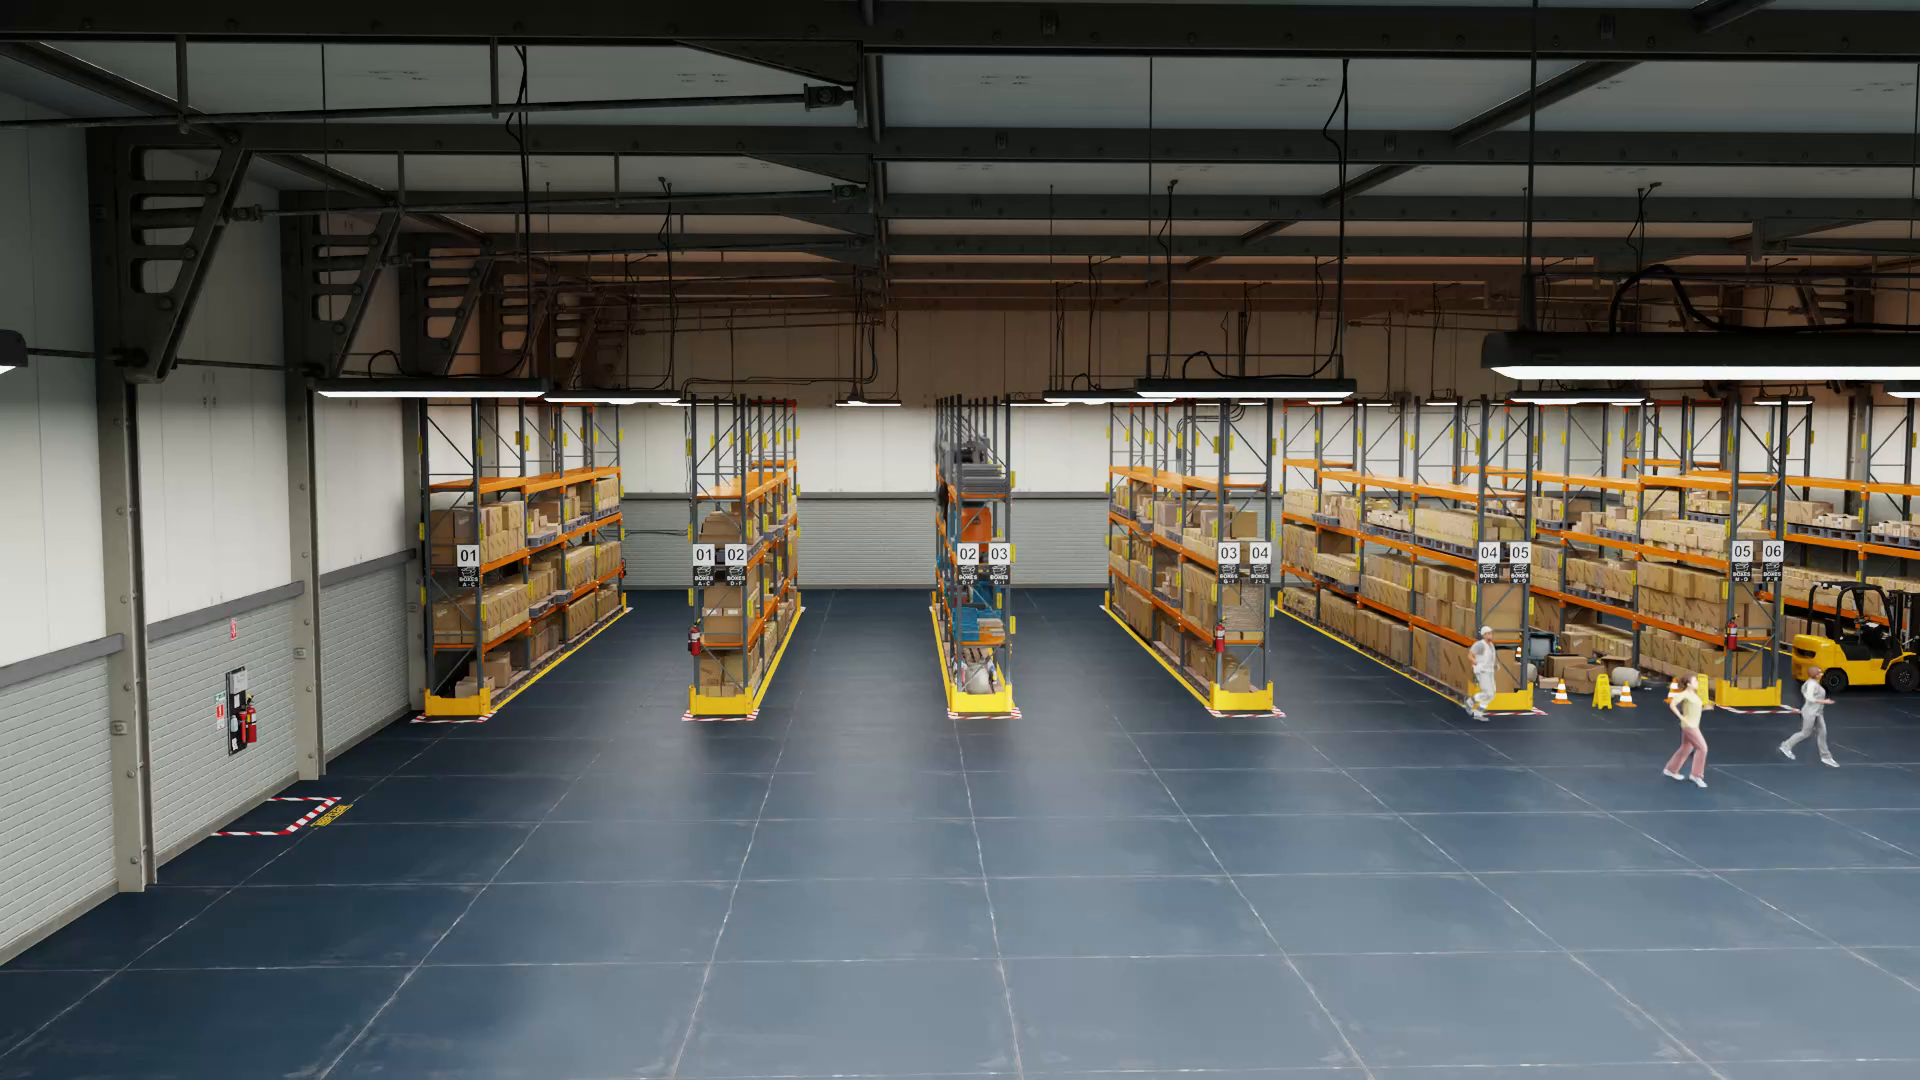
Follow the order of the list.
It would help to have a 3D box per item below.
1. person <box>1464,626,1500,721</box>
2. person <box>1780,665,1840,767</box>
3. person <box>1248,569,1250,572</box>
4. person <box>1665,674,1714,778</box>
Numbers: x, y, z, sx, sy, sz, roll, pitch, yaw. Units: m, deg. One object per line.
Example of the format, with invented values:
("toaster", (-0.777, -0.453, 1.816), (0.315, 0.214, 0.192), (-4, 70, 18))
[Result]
("person", (9.643, 2.449, 30.601), (0.688, 1.734, 0.550), (-4, 6, -40))
("person", (13.647, 2.808, 26.678), (0.868, 1.599, 0.541), (4, 6, 42))
("person", (8.529, 1.097, 48.307), (0.530, 1.655, 0.747), (-4, 6, -38))
("person", (11.111, 2.820, 25.335), (0.670, 1.557, 0.560), (3, 5, 32))
